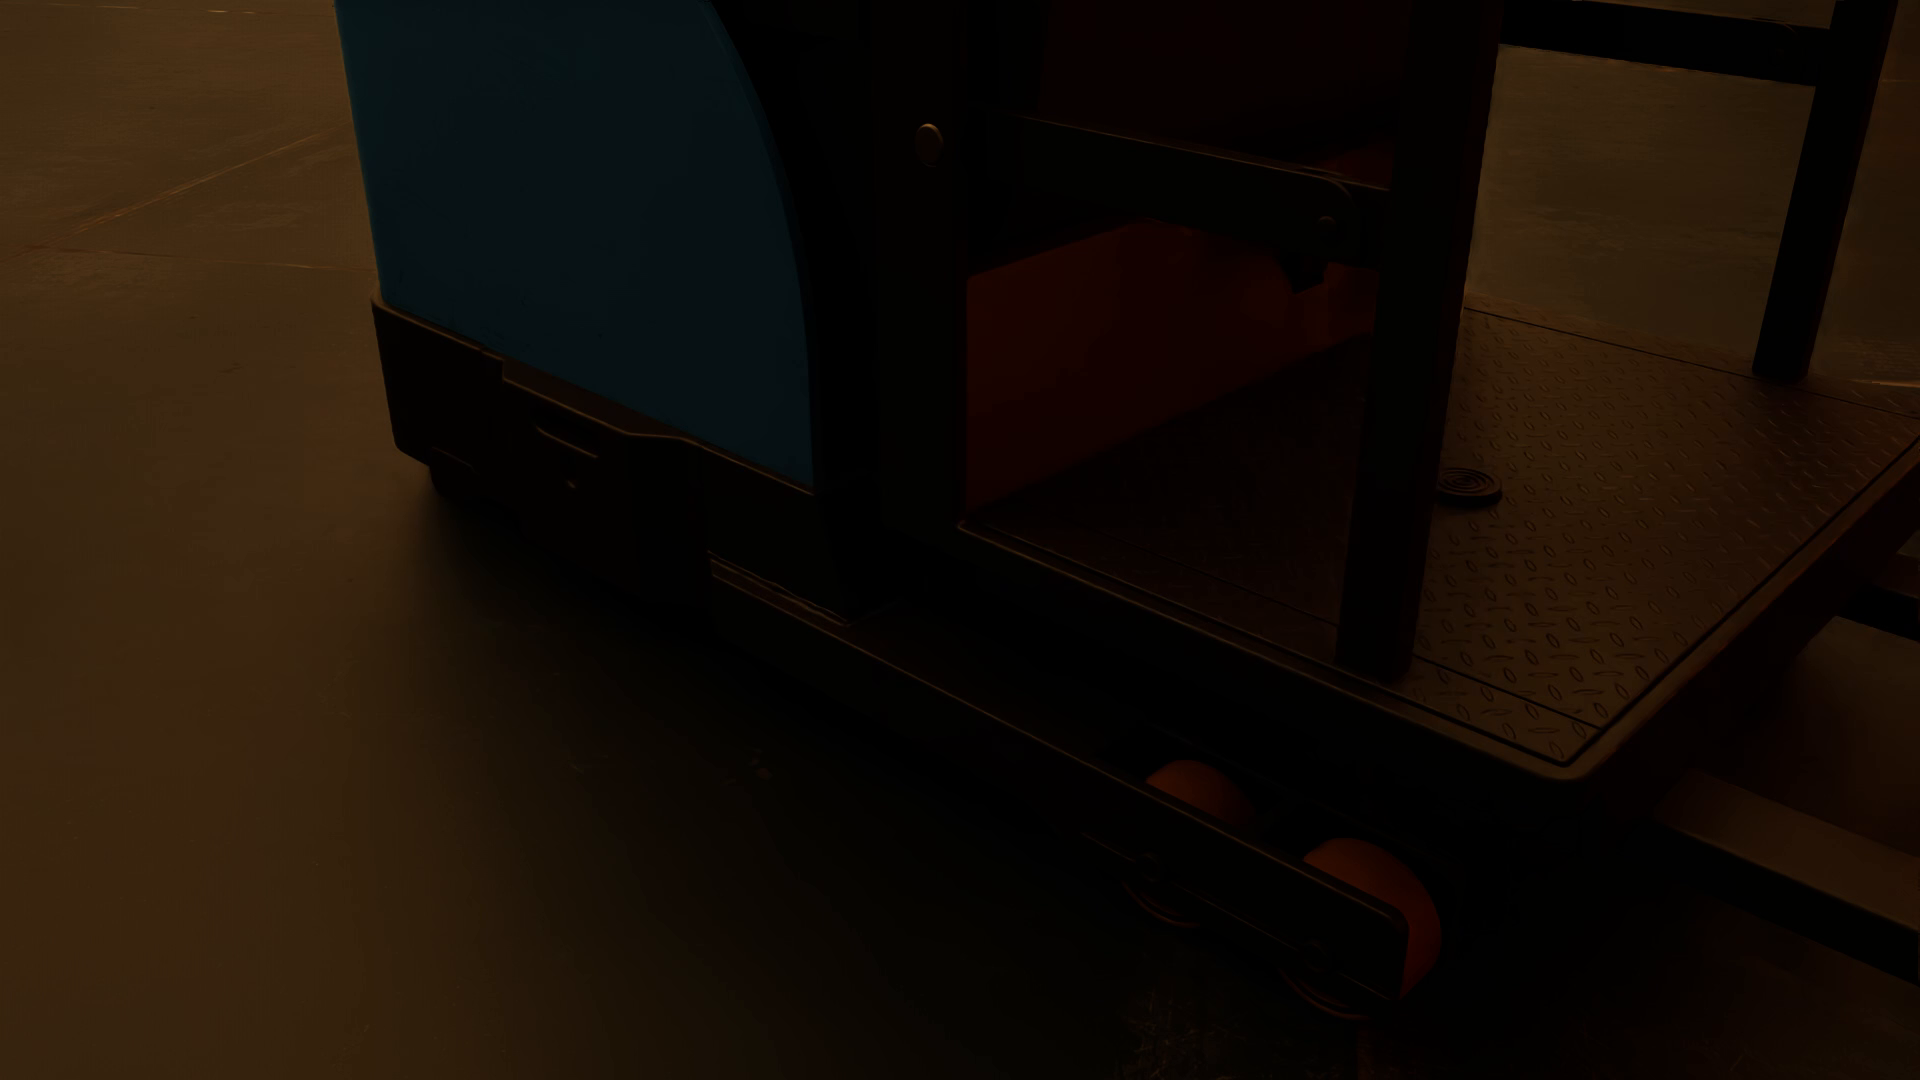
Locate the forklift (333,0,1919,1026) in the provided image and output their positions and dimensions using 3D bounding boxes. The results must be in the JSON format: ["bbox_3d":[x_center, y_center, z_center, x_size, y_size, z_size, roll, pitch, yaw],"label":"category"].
[{"bbox_3d":[0.511,-1.118,1.462,3.031,2.935,1.130,23,35,38],"label":"forklift"}]
